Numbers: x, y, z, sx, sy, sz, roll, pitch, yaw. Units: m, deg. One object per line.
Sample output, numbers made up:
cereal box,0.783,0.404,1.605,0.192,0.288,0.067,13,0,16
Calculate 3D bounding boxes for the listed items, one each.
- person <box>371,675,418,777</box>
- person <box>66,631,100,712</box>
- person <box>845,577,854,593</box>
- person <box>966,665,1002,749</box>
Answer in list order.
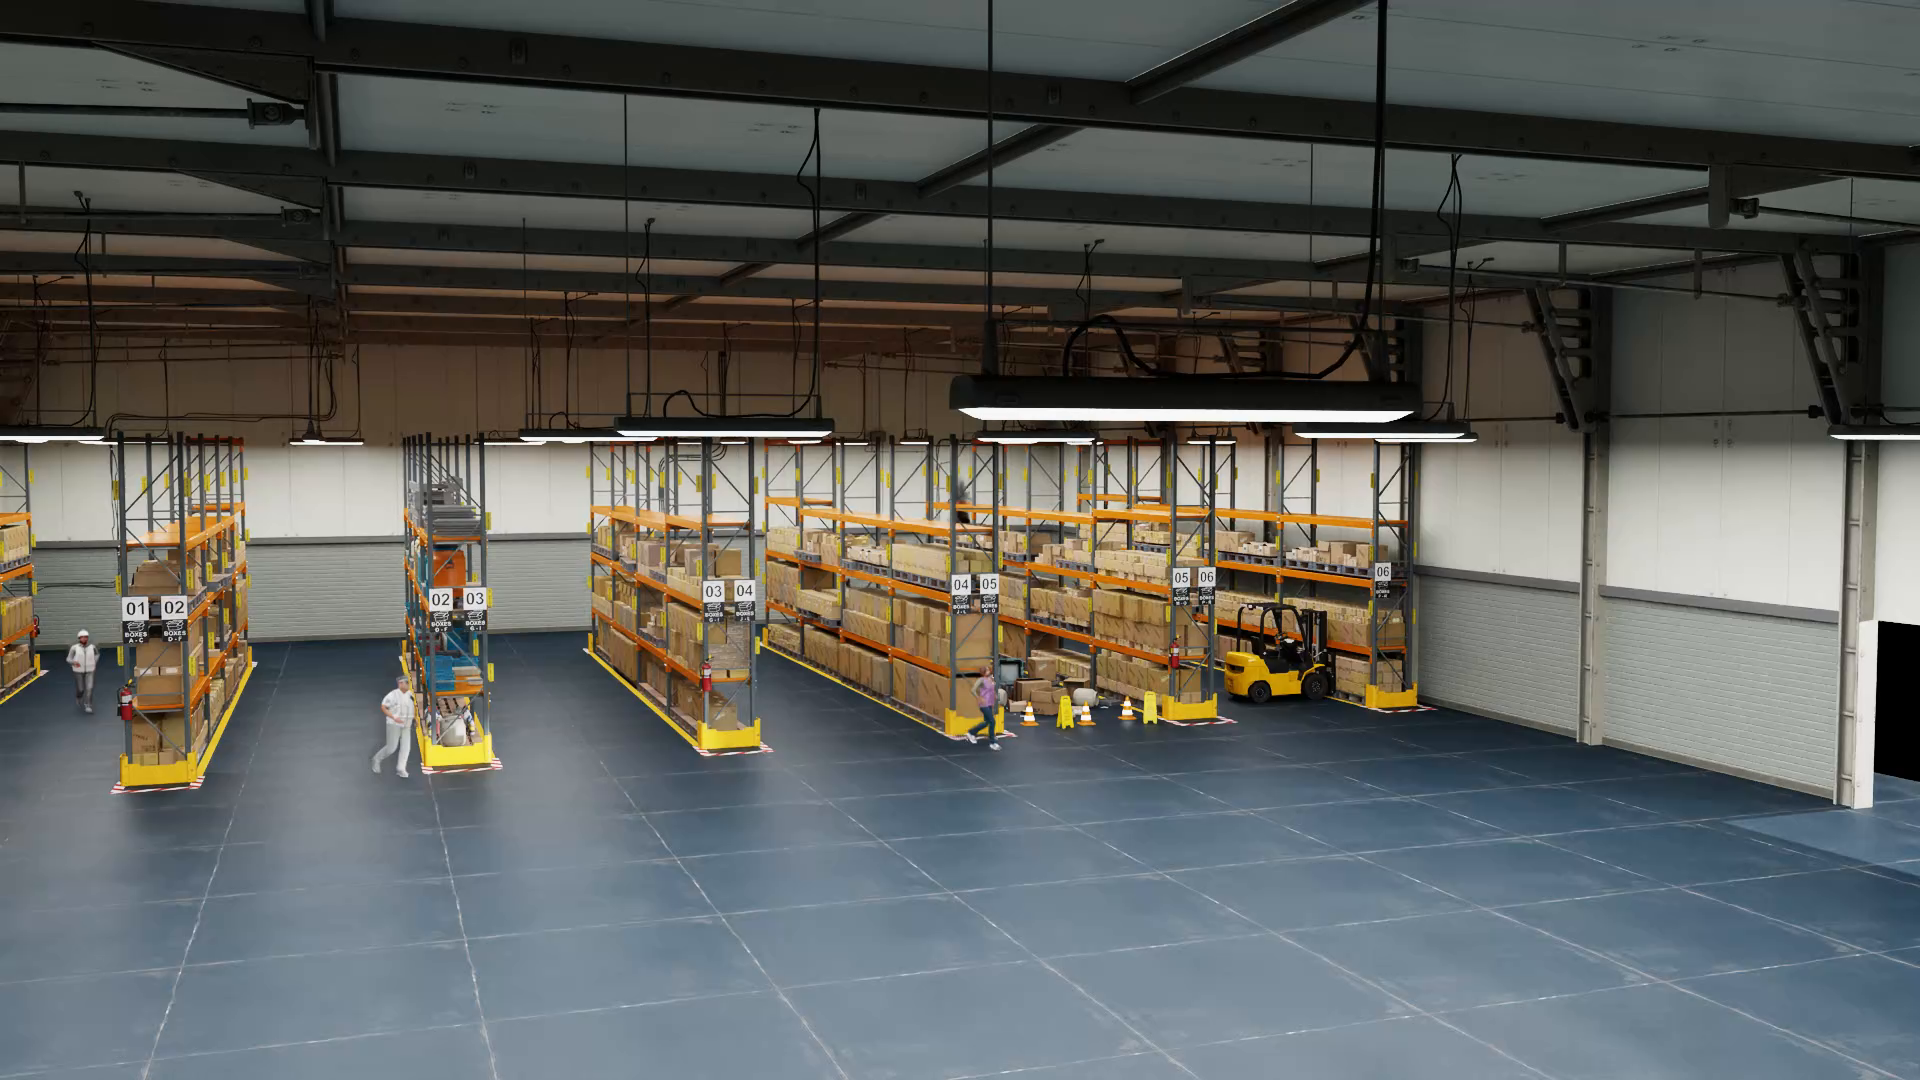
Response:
person,-9.816,3.235,29.158,0.832,1.747,0.741,2,4,33
person,-18.958,2.832,36.002,0.670,1.749,0.880,-2,4,-36
person,-3.290,1.931,48.363,0.537,1.708,0.660,-2,4,-37
person,0.474,3.191,31.756,0.760,1.595,0.549,1,3,23
